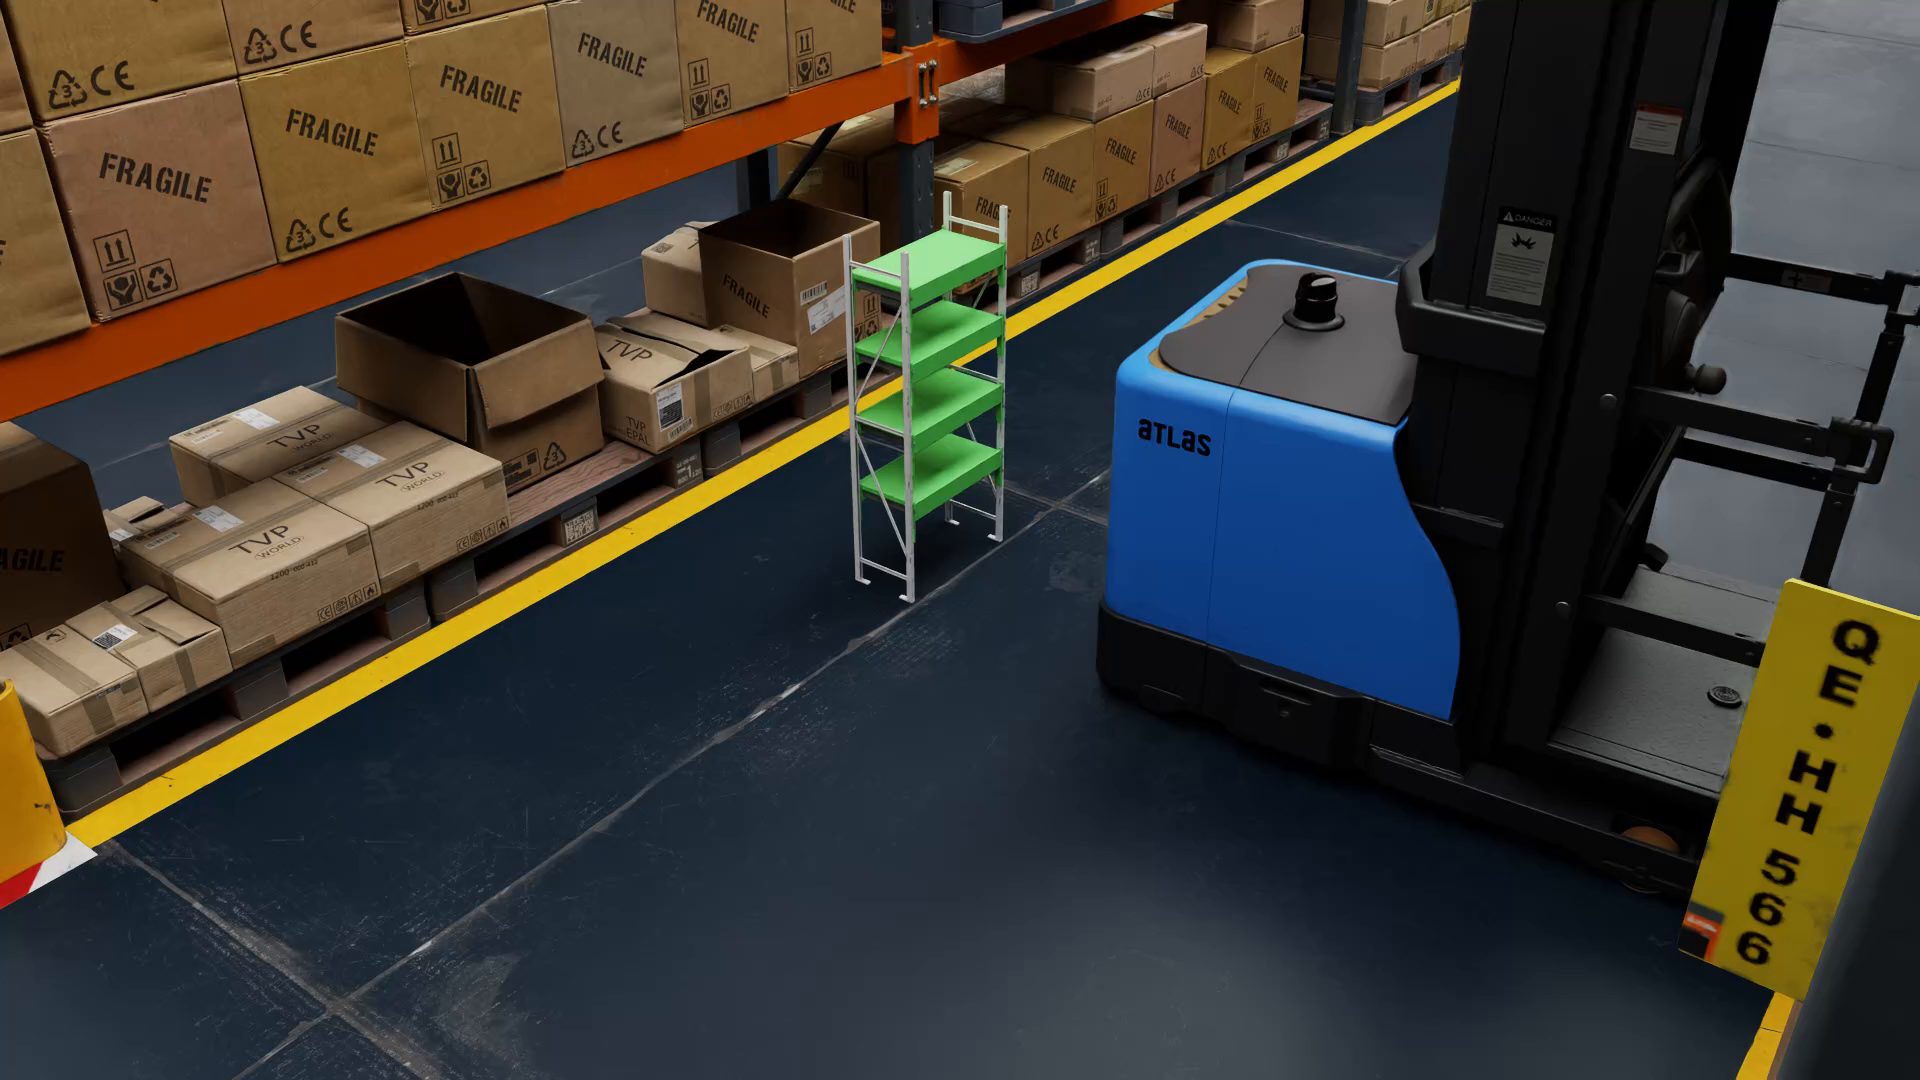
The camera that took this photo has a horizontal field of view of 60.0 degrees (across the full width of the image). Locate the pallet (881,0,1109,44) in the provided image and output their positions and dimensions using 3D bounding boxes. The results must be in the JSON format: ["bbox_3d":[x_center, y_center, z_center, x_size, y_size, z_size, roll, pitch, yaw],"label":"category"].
[{"bbox_3d":[0.033,-2.405,7.054,1.003,0.211,1.213,21,37,31],"label":"pallet"}]

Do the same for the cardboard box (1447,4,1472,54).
[{"bbox_3d":[3.040,-3.360,10.763,0.500,0.250,0.500,20,36,30],"label":"cardboard box"}]

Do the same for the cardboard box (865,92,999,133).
[{"bbox_3d":[-0.162,-1.797,7.861,0.500,0.500,0.500,21,37,31],"label":"cardboard box"}]

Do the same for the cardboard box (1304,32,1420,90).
[{"bbox_3d":[2.428,-2.942,10.058,0.500,0.250,0.500,21,37,31],"label":"cardboard box"}]

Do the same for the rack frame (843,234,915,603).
[{"bbox_3d":[-0.247,-0.350,5.163,0.240,1.200,0.015,21,37,31],"label":"rack frame"}]

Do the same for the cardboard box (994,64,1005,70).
[{"bbox_3d":[0.446,-2.208,8.554,0.500,0.500,0.500,20,36,30],"label":"cardboard box"}]

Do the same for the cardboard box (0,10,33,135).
[{"bbox_3d":[-2.473,-1.143,3.657,0.500,0.500,0.500,22,37,33],"label":"cardboard box"}]

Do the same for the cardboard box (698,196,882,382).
[{"bbox_3d":[-0.655,-0.991,6.501,0.500,0.500,0.500,21,37,31],"label":"cardboard box"}]

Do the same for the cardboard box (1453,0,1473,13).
[{"bbox_3d":[3.048,-3.606,10.628,0.500,0.311,0.500,20,36,30],"label":"cardboard box"}]

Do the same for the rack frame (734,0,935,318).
[{"bbox_3d":[-0.537,-2.196,6.514,1.000,3.000,0.127,21,37,31],"label":"rack frame"}]

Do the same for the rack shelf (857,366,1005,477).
[{"bbox_3d":[-0.100,-0.394,5.363,0.258,0.148,0.480,21,37,31],"label":"rack shelf"}]

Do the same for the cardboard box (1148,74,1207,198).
[{"bbox_3d":[0.876,-2.058,8.301,0.500,0.500,0.500,20,36,30],"label":"cardboard box"}]

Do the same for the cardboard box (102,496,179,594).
[{"bbox_3d":[-2.503,0.026,5.112,0.380,0.166,0.250,21,37,31],"label":"cardboard box"}]

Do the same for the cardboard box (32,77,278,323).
[{"bbox_3d":[-2.166,-0.924,4.269,0.500,0.500,0.500,21,36,31],"label":"cardboard box"}]

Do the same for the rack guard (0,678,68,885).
[{"bbox_3d":[-2.906,0.474,4.460,1.175,0.500,0.348,21,37,31],"label":"rack guard"}]

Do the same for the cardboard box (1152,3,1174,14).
[{"bbox_3d":[1.375,-2.839,9.618,0.500,0.500,0.500,23,38,33],"label":"cardboard box"}]

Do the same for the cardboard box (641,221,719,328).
[{"bbox_3d":[-0.963,-1.125,6.911,0.500,0.311,0.500,21,37,31],"label":"cardboard box"}]

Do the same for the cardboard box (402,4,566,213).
[{"bbox_3d":[-1.558,-1.330,4.953,0.500,0.500,0.500,22,37,32],"label":"cardboard box"}]

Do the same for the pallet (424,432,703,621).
[{"bbox_3d":[-1.688,-0.220,5.914,1.003,0.211,1.213,21,37,31],"label":"pallet"}]

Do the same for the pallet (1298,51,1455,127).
[{"bbox_3d":[2.406,-2.945,10.512,1.003,0.211,1.213,21,37,31],"label":"pallet"}]

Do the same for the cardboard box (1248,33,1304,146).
[{"bbox_3d":[1.500,-2.484,9.019,0.500,0.500,0.500,23,37,33],"label":"cardboard box"}]

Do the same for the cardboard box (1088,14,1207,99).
[{"bbox_3d":[0.855,-2.365,8.083,0.500,0.250,0.500,20,36,30],"label":"cardboard box"}]

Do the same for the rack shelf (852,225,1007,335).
[{"bbox_3d":[-0.100,-0.807,5.118,0.258,0.148,0.480,21,37,31],"label":"rack shelf"}]

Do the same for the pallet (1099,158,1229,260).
[{"bbox_3d":[0.660,-1.837,8.643,1.003,0.211,1.213,21,37,31],"label":"pallet"}]

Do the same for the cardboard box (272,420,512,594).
[{"bbox_3d":[-1.793,-0.117,5.271,0.500,0.250,0.500,21,37,31],"label":"cardboard box"}]

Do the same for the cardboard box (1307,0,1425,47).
[{"bbox_3d":[2.428,-3.184,9.915,0.500,0.311,0.500,23,37,33],"label":"cardboard box"}]

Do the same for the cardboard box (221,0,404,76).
[{"bbox_3d":[-1.858,-1.559,4.360,0.500,0.500,0.500,22,37,32],"label":"cardboard box"}]

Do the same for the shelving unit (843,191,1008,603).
[{"bbox_3d":[-0.100,-0.449,5.331,0.258,1.200,0.503,21,37,31],"label":"shelving unit"}]

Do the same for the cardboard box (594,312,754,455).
[{"bbox_3d":[-1.107,-0.605,6.035,0.500,0.311,0.500,21,37,31],"label":"cardboard box"}]

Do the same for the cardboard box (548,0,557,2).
[{"bbox_3d":[-1.247,-1.970,5.054,0.500,0.500,0.500,21,37,32],"label":"cardboard box"}]

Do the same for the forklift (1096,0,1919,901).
[{"bbox_3d":[1.931,-0.621,3.923,3.031,2.935,1.130,17,35,27],"label":"forklift"}]

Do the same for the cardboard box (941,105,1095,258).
[{"bbox_3d":[0.263,-1.652,7.616,0.500,0.500,0.500,22,37,32],"label":"cardboard box"}]

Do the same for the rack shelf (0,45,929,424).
[{"bbox_3d":[-1.744,-1.074,5.325,1.077,0.370,4.000,21,37,31],"label":"rack shelf"}]

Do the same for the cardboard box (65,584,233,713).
[{"bbox_3d":[-2.274,0.293,4.661,0.380,0.166,0.250,21,37,31],"label":"cardboard box"}]

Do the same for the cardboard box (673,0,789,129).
[{"bbox_3d":[-0.944,-1.747,5.658,0.500,0.500,0.500,22,37,33],"label":"cardboard box"}]

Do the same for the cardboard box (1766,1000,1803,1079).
[{"bbox_3d":[1.300,0.613,1.479,0.980,0.700,0.700,23,38,33],"label":"cardboard box"}]
